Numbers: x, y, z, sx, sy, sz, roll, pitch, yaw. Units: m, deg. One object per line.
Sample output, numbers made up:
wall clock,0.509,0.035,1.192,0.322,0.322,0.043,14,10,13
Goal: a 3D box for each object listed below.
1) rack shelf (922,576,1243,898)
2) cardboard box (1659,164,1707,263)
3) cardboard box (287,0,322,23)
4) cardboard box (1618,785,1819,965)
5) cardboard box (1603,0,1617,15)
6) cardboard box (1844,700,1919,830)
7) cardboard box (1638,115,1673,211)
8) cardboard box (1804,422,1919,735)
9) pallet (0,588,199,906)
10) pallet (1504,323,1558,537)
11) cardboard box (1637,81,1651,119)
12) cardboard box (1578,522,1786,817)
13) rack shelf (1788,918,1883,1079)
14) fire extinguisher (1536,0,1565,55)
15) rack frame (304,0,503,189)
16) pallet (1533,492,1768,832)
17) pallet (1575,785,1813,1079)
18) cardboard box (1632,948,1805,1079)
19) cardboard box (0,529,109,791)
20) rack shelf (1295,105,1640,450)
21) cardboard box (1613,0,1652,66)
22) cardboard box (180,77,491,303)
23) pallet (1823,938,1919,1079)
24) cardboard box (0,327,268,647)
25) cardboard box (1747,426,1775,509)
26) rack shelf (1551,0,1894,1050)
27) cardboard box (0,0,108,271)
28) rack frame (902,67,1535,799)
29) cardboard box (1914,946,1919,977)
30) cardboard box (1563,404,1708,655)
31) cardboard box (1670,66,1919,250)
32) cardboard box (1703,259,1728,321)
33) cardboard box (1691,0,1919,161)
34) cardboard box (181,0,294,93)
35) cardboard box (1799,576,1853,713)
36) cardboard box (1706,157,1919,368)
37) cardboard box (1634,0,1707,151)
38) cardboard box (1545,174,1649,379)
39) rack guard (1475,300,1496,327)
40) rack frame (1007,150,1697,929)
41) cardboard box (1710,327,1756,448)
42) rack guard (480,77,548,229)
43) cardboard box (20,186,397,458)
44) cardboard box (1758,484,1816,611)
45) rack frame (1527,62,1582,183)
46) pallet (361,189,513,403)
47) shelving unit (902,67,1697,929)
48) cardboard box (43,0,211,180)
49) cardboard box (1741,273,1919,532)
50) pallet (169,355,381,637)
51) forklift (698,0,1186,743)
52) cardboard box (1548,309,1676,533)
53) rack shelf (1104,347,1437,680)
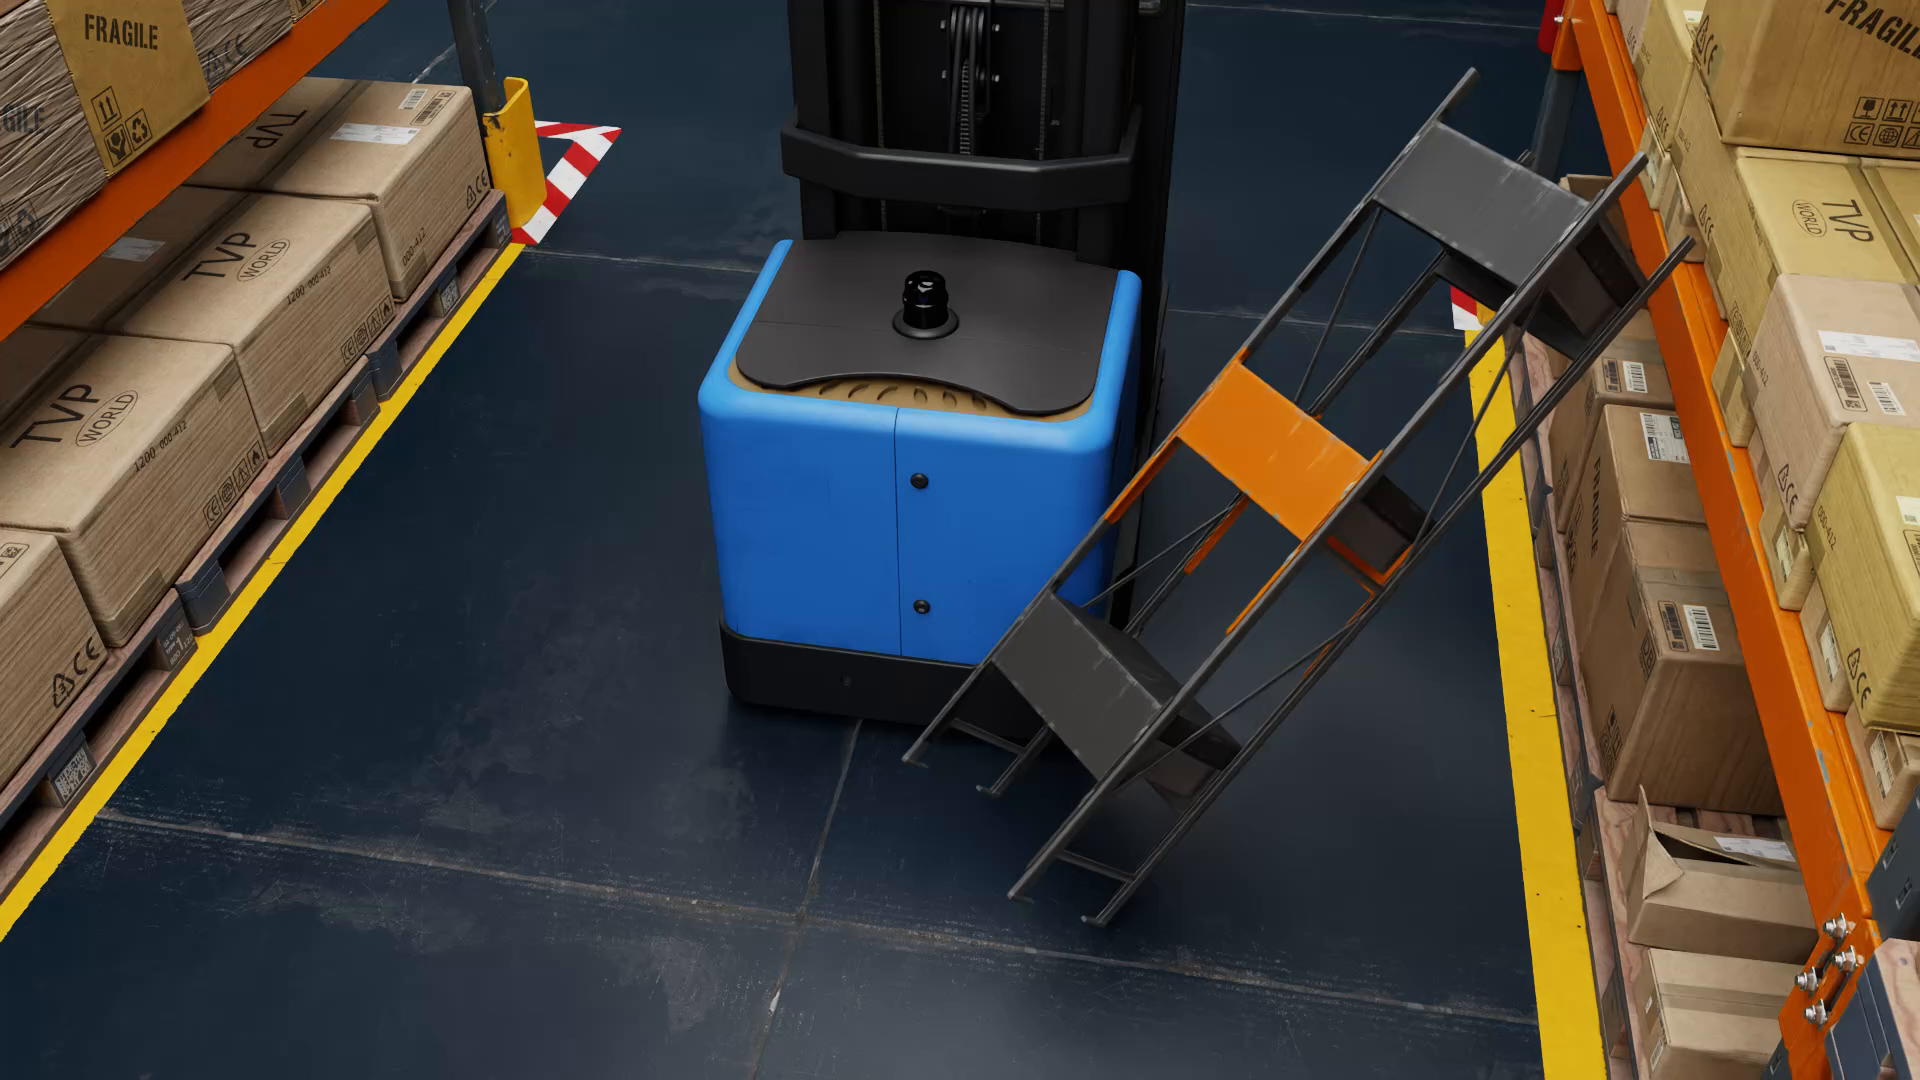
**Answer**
rack shelf,0.312,0.485,4.023,0.518,0.431,0.480,-51,48,9
cardboard box,1.930,-0.785,4.043,0.380,0.149,0.250,7,40,9
cardboard box,-2.260,-1.967,5.197,0.500,0.500,0.500,6,40,7
cardboard box,1.731,0.767,3.784,0.396,0.266,0.258,8,40,9
cardboard box,2.227,-1.756,5.217,0.380,0.149,0.250,6,40,7
cardboard box,1.668,0.350,2.669,0.380,0.149,0.250,7,40,8
cardboard box,1.955,-0.953,4.246,0.380,0.149,0.250,5,40,6
cardboard box,1.710,0.078,2.686,0.500,0.250,0.500,7,40,9
pallet,-2.819,0.543,4.428,1.003,0.211,1.213,6,40,8
pallet,2.404,-0.406,5.576,1.003,0.211,1.213,6,40,8
cardboard box,2.113,-1.271,4.630,0.380,0.149,0.250,8,40,9
cardboard box,1.989,0.330,4.129,0.700,0.500,0.500,5,40,6
rack shelf,1.516,2.014,1.025,1.077,0.370,4.000,6,40,8
fire extinguisher,2.124,-1.999,5.667,0.296,0.674,0.183,6,40,8
rack frame,-2.335,-2.574,6.009,1.000,3.000,0.127,6,40,8
pallet,2.191,0.357,4.652,1.003,0.211,1.213,6,40,8
pallet,1.982,1.125,3.723,1.003,0.211,1.213,6,40,8
cardboard box,1.669,1.036,3.550,0.380,0.149,0.250,5,40,6
cardboard box,-2.813,0.380,4.118,0.875,0.438,0.875,6,40,7
rack shelf,1.182,-0.591,3.811,0.518,0.431,0.480,-51,48,9
cardboard box,2.123,-1.514,4.612,0.500,0.250,0.500,7,40,8
cardboard box,-2.351,-1.323,6.177,0.875,0.438,0.875,5,40,6
pallet,1.616,1.045,1.783,1.003,0.211,1.213,6,40,8
cardboard box,-2.659,-0.182,4.797,0.875,0.438,0.875,5,40,6
cardboard box,1.785,-0.143,3.266,0.380,0.149,0.250,7,40,9
rack shelf,2.208,-0.496,4.061,1.077,0.370,4.000,6,40,8
cardboard box,-2.505,-0.994,4.020,0.500,0.500,0.500,7,40,8
rack frame,0.631,-0.197,4.077,2.100,0.400,0.015,-51,48,9
cardboard box,1.558,0.560,1.811,0.700,0.500,0.500,7,40,9
cardboard box,1.979,-0.001,4.529,0.500,0.500,0.500,7,40,8
cardboard box,1.971,-0.872,3.835,0.500,0.250,0.500,5,40,7
cardboard box,1.953,-0.616,3.838,0.380,0.149,0.250,6,40,8
cardboard box,1.951,-1.178,3.617,0.500,0.500,0.500,7,40,9
cardboard box,-2.339,-1.643,4.805,0.500,0.500,0.500,7,40,9
cardboard box,1.692,0.185,2.870,0.380,0.149,0.250,7,40,9
cardboard box,1.881,-0.549,3.445,0.500,0.250,0.500,6,40,7
cardboard box,2.039,-1.196,4.226,0.500,0.250,0.500,6,40,7
cardboard box,2.355,-0.855,5.560,0.797,0.503,0.637,5,40,6
rack guard,2.541,-1.018,6.089,1.175,0.500,0.348,6,40,8
rack frame,0.880,0.069,3.752,2.100,0.400,0.015,-51,48,9
cardboard box,1.802,-0.306,3.464,0.380,0.149,0.250,6,40,7
rack guard,-2.331,-1.626,6.824,1.175,0.500,0.348,6,40,8
cardboard box,-2.501,-0.748,5.481,0.875,0.438,0.875,7,40,9
cardboard box,1.713,0.019,3.070,0.380,0.149,0.250,7,40,9
rack frame,2.554,-2.029,5.350,1.000,3.000,0.127,6,40,8
pallet,-2.397,-0.989,6.280,1.003,0.211,1.213,6,40,8
shelving unit,0.755,-0.064,3.915,2.100,0.431,0.503,-51,48,9
cardboard box,-2.416,-1.318,4.411,0.500,0.500,0.500,8,40,9
cardboard box,1.782,-0.238,3.068,0.500,0.250,0.500,7,40,8
pallet,-2.610,-0.225,5.357,1.003,0.211,1.213,6,40,8
forklift,0.112,-1.525,4.794,1.130,2.935,3.031,7,40,8
cardboard box,2.169,-0.322,4.917,0.700,0.500,0.500,8,40,9
rack shelf,0.747,-0.053,3.917,0.518,0.431,0.480,-51,48,9
